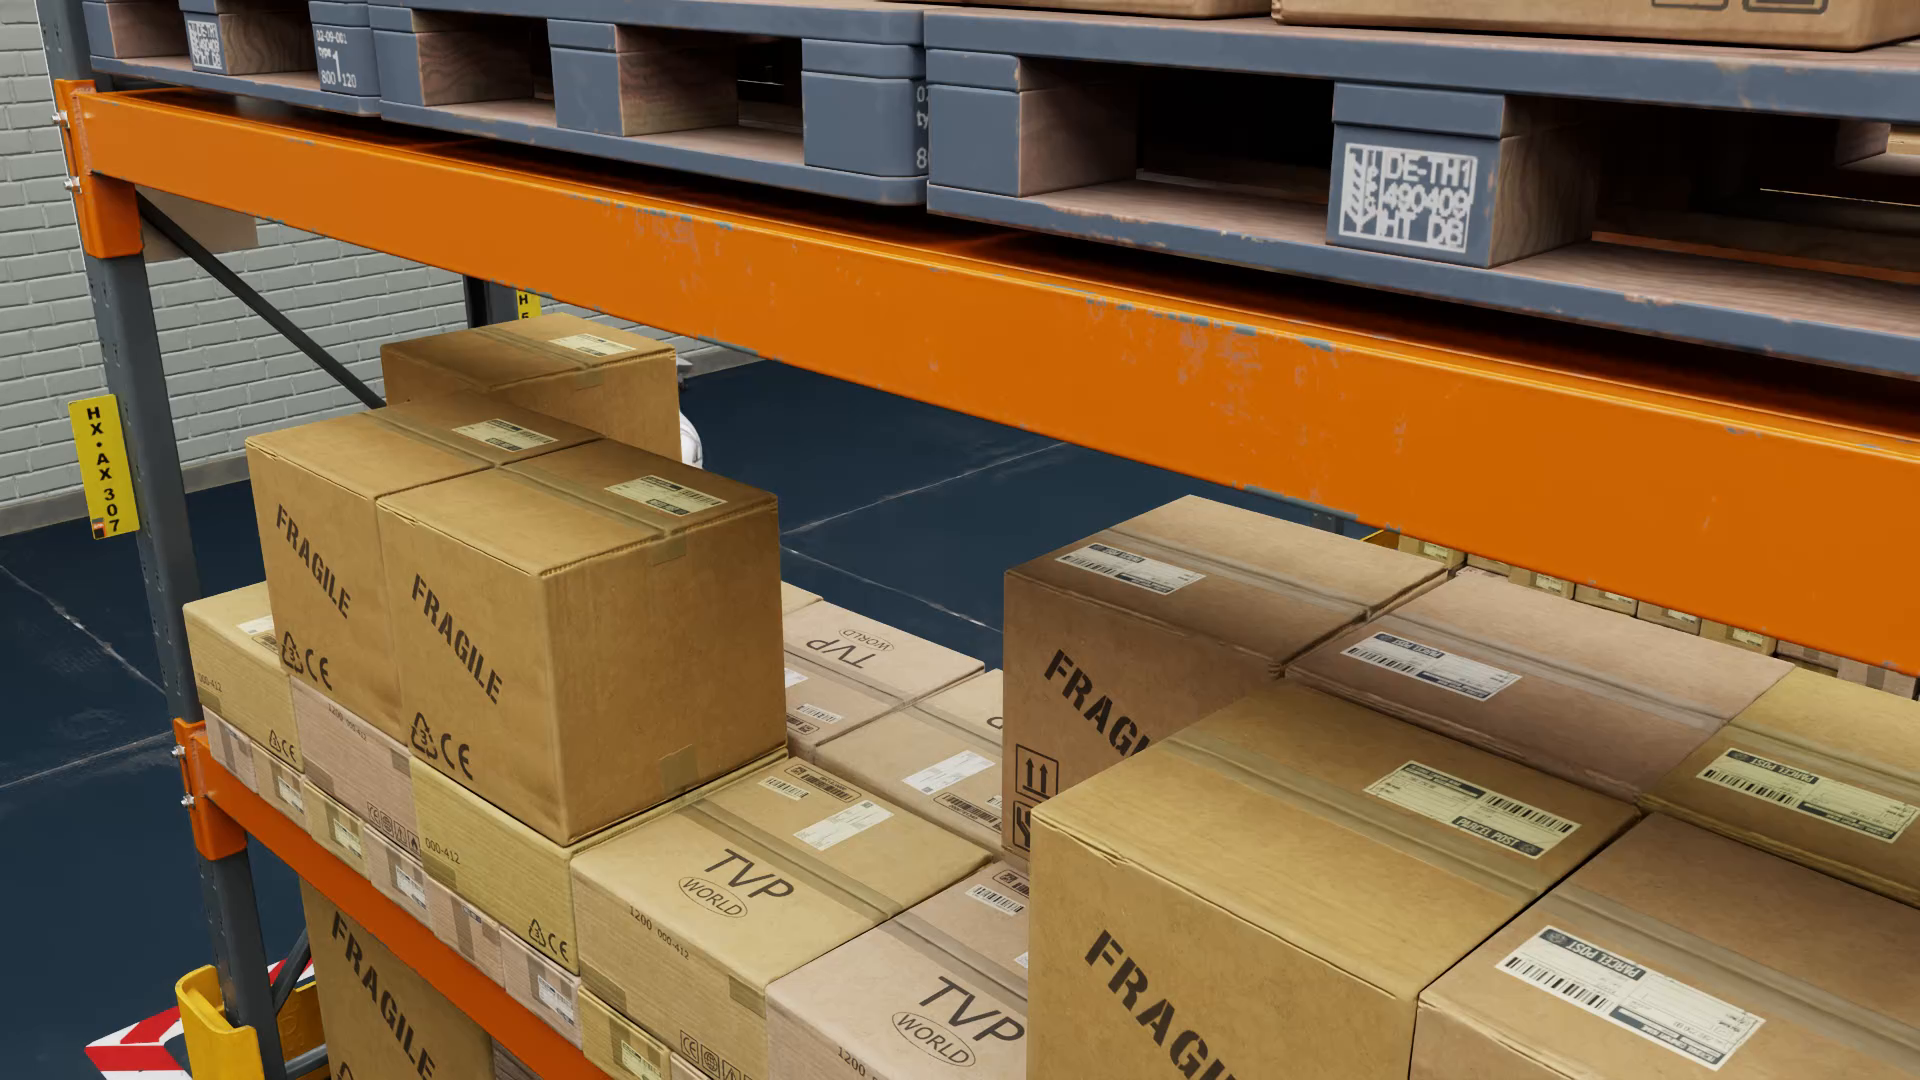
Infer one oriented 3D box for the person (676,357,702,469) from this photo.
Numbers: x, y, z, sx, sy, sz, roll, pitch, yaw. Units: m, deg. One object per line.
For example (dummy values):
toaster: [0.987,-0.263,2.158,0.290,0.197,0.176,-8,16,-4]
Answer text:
person: [-1.205,0.067,6.426,0.936,1.617,0.463,-8,22,-21]
